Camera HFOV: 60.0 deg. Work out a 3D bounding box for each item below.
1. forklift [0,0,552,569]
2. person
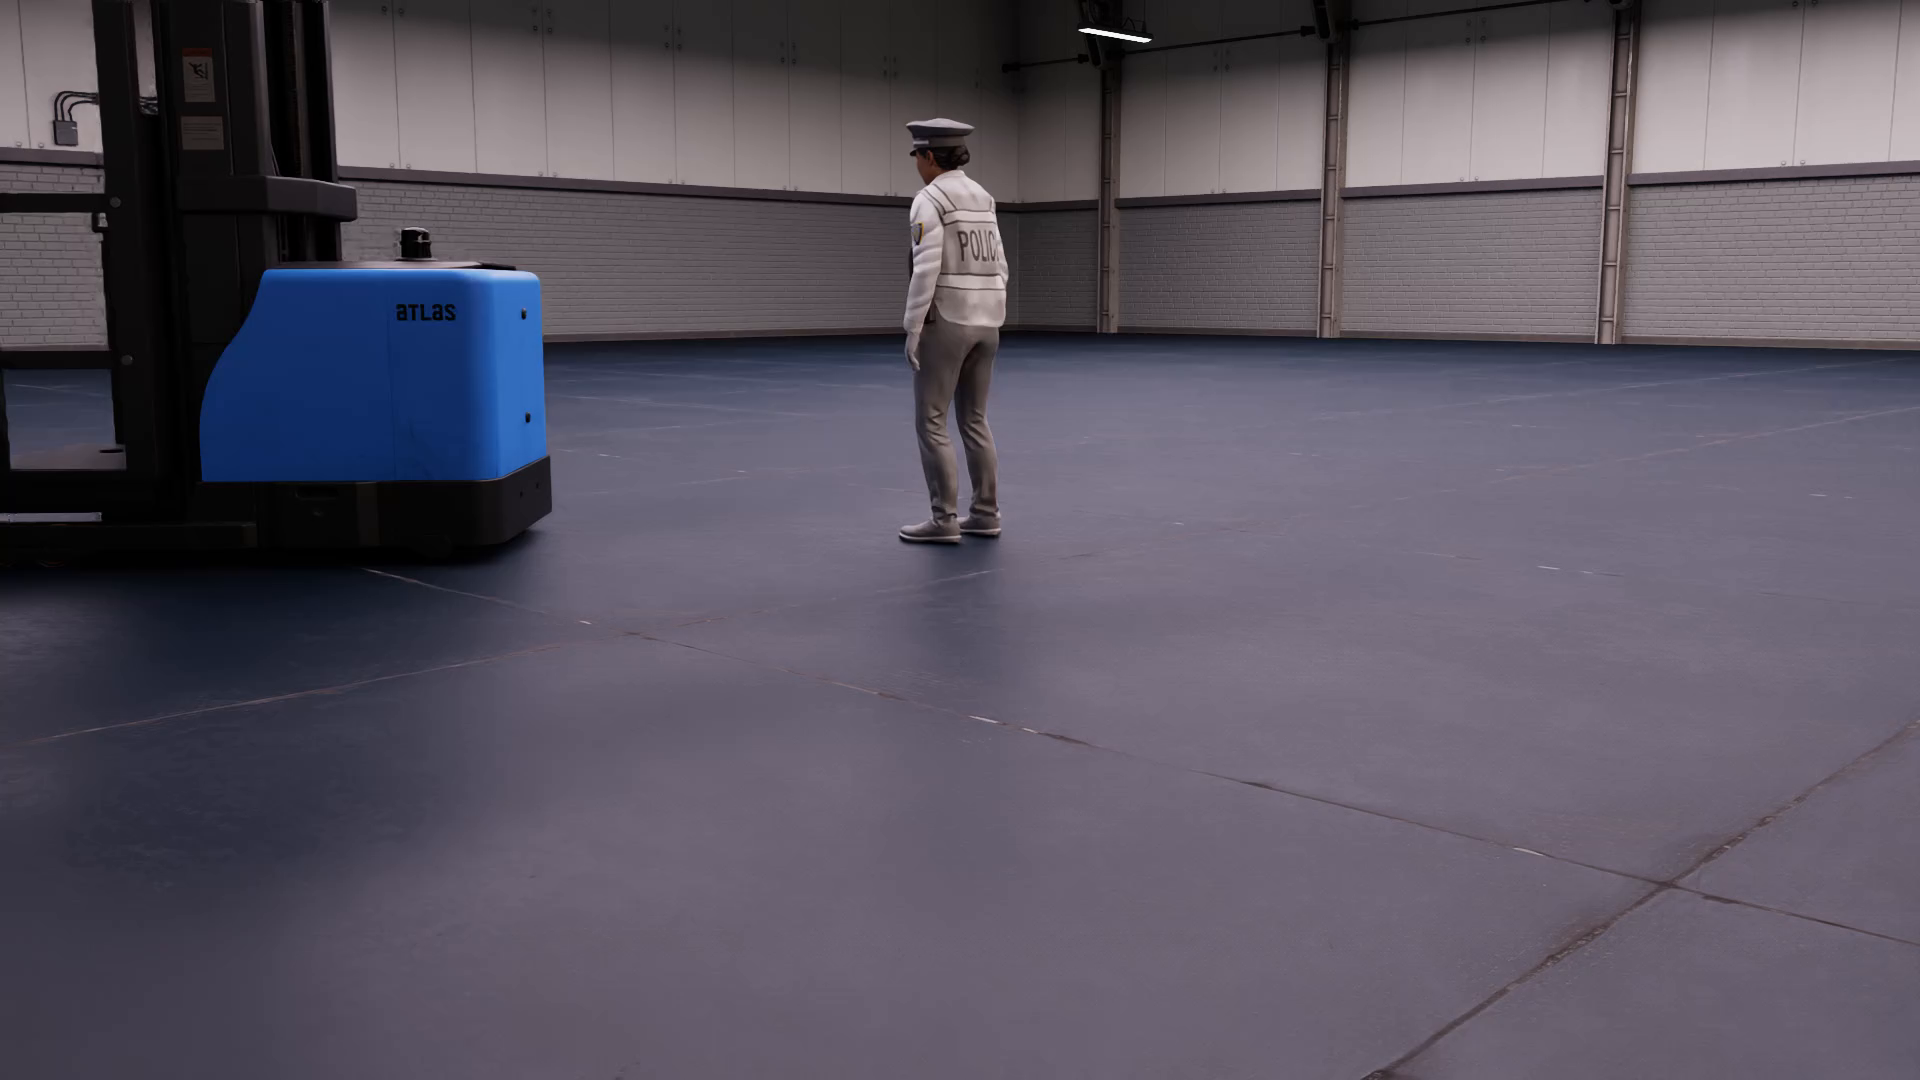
[{"bbox_3d":[-3.221,-1.425,6.339,3.031,2.935,1.130,0,9,-2],"label":"forklift"},{"bbox_3d":[-0.028,-0.823,6.606,0.372,1.662,0.529,8,11,41],"label":"person"}]
